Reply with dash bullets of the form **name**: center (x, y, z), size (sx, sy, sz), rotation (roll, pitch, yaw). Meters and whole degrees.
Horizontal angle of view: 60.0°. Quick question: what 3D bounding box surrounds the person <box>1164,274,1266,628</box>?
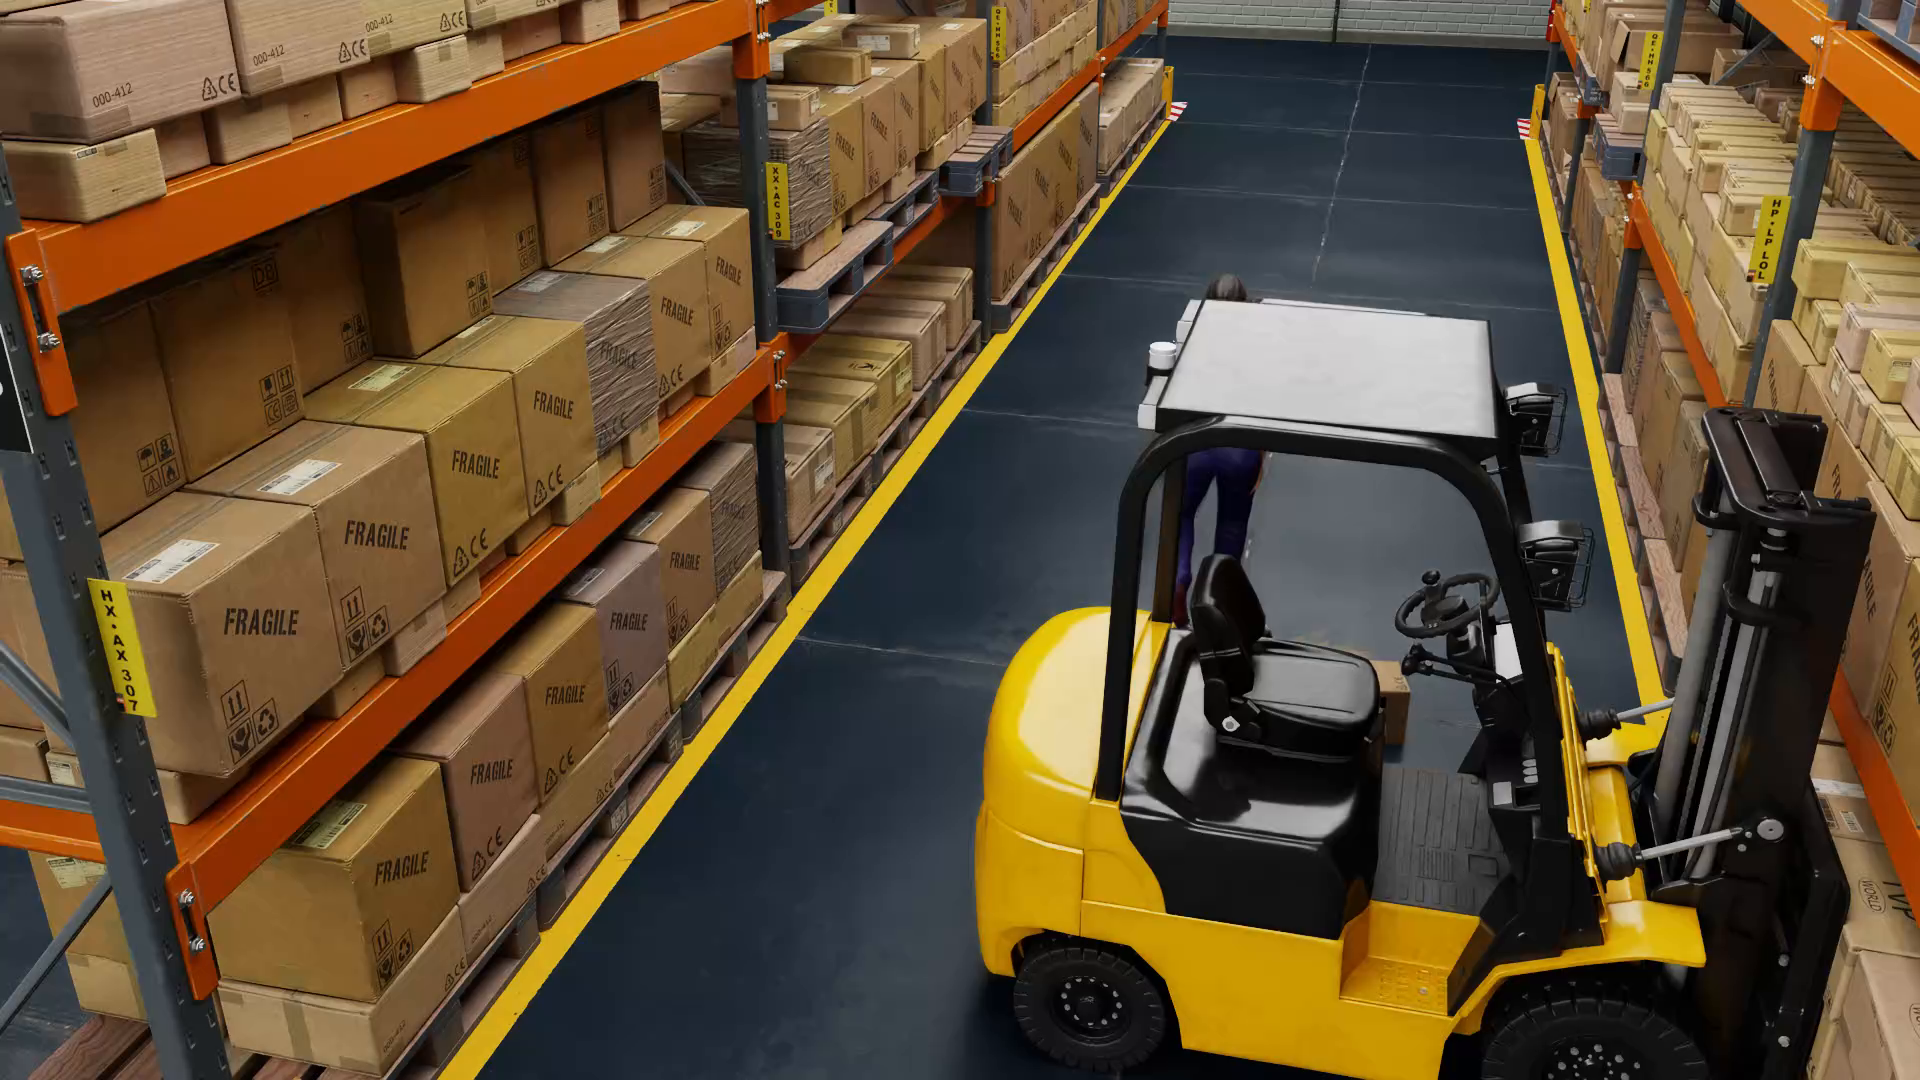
- **person**: center (1.130, -0.364, 7.352), size (0.470, 1.631, 0.669), rotation (4, 26, 8)
